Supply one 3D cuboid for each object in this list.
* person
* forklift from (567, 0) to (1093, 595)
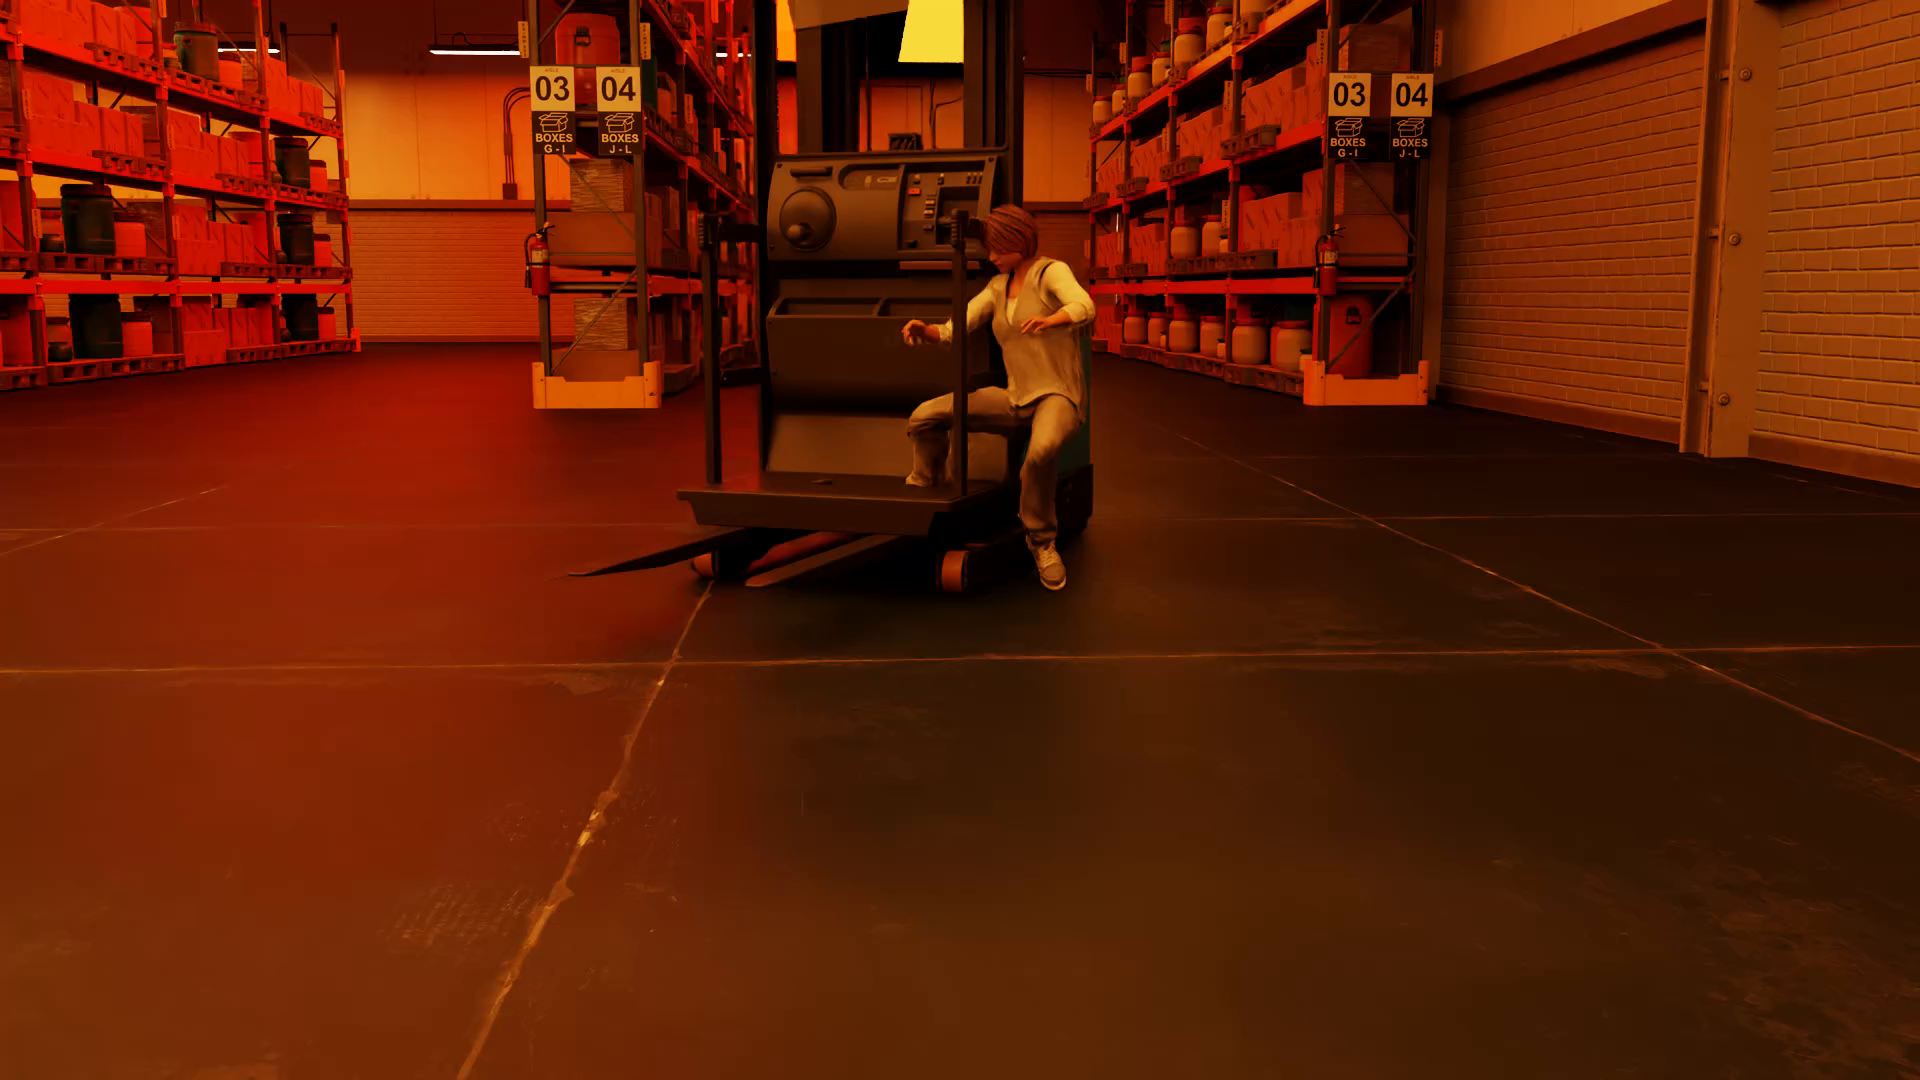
[{"bbox_3d":[0.116,-0.521,5.978,0.685,1.365,0.847,-7,11,-41],"label":"person"},{"bbox_3d":[-0.376,-1.319,6.213,1.130,2.935,3.031,3,9,20],"label":"forklift"}]
